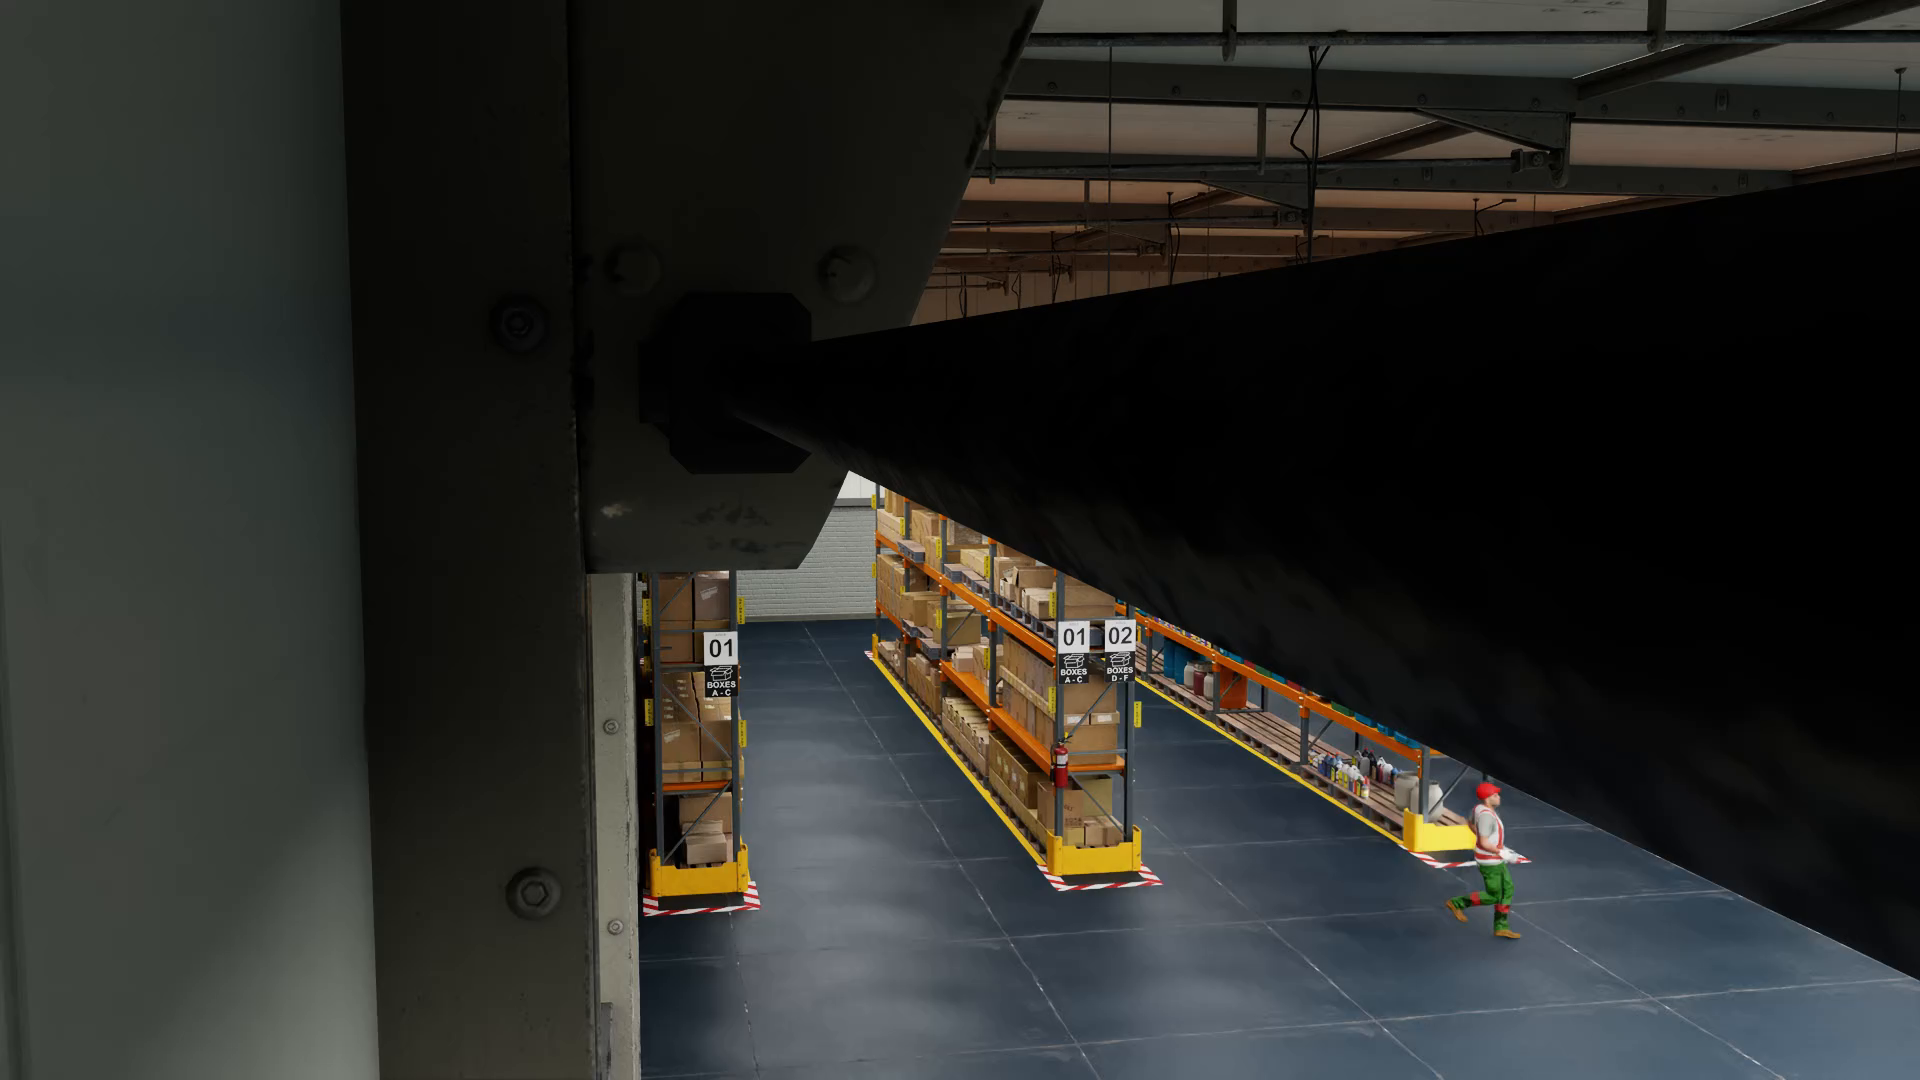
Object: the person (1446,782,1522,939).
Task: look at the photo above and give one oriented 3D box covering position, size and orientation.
[{"bbox_3d":[5.871,3.567,18.578,0.825,1.754,0.669,2,6,15],"label":"person"}]
